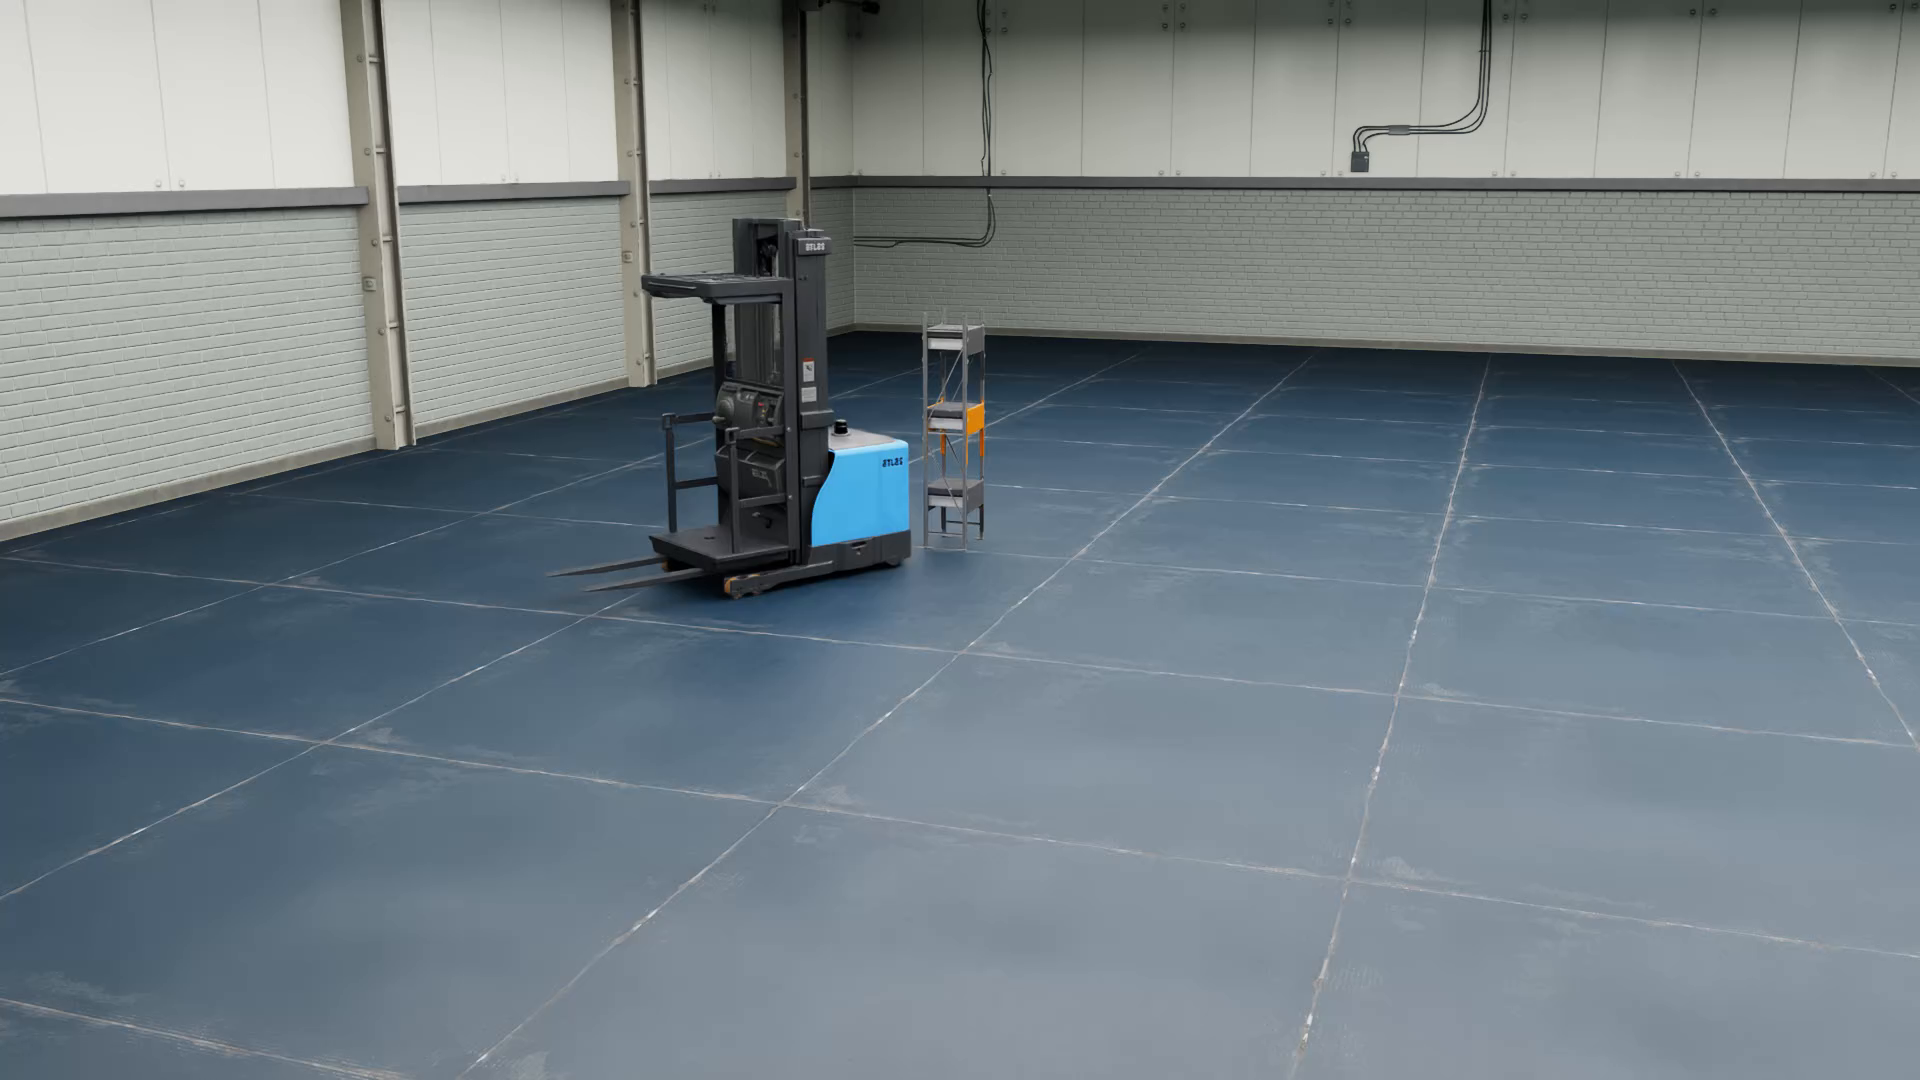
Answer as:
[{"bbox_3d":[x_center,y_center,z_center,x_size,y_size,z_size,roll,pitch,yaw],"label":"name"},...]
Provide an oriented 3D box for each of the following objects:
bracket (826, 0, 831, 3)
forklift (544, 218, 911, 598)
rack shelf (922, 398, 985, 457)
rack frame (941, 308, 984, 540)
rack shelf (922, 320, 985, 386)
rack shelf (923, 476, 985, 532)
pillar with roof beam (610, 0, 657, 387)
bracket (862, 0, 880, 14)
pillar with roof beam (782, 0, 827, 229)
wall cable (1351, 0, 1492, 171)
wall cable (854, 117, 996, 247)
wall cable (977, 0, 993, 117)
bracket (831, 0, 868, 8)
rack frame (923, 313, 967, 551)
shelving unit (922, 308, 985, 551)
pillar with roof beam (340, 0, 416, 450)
[{"bbox_3d":[-2.512,-9.866,30.165,0.235,0.232,0.430,4,14,18],"label":"bracket"},{"bbox_3d":[-1.884,-1.096,13.465,3.031,2.935,1.130,-10,16,-38],"label":"forklift"},{"bbox_3d":[-0.054,-0.976,14.867,0.431,0.518,0.480,4,14,18],"label":"rack shelf"},{"bbox_3d":[0.025,-1.040,15.089,0.400,2.100,0.015,4,14,18],"label":"rack frame"},{"bbox_3d":[-0.054,-1.658,14.711,0.431,0.518,0.480,4,14,18],"label":"rack shelf"},{"bbox_3d":[-0.054,-0.293,15.022,0.431,0.518,0.480,4,14,18],"label":"rack shelf"},{"bbox_3d":[-0.850,-6.476,23.402,9.100,9.000,0.400,4,14,18],"label":"pillar with roof beam"},{"bbox_3d":[-1.745,-10.365,32.351,0.235,0.232,0.430,4,14,18],"label":"bracket"},{"bbox_3d":[1.092,-7.740,28.937,9.100,9.000,0.548,4,14,18],"label":"pillar with roof beam"},{"bbox_3d":[8.200,-9.546,29.207,2.305,6.003,0.169,4,14,18],"label":"wall cable"},{"bbox_3d":[-0.777,-7.061,32.941,3.097,2.526,0.112,4,14,18],"label":"wall cable"},{"bbox_3d":[1.782,-9.328,31.525,3.097,2.526,0.112,4,14,18],"label":"wall cable"},{"bbox_3d":[-1.936,-10.241,31.806,0.076,0.066,3.189,4,14,18],"label":"bracket"},{"bbox_3d":[-0.133,-0.937,14.639,0.400,2.100,0.015,4,14,18],"label":"rack frame"},{"bbox_3d":[-0.054,-0.989,14.864,0.431,2.100,0.503,4,14,18],"label":"shelving unit"},{"bbox_3d":[-2.791,-5.213,17.867,9.100,9.000,0.400,4,14,18],"label":"pillar with roof beam"}]
